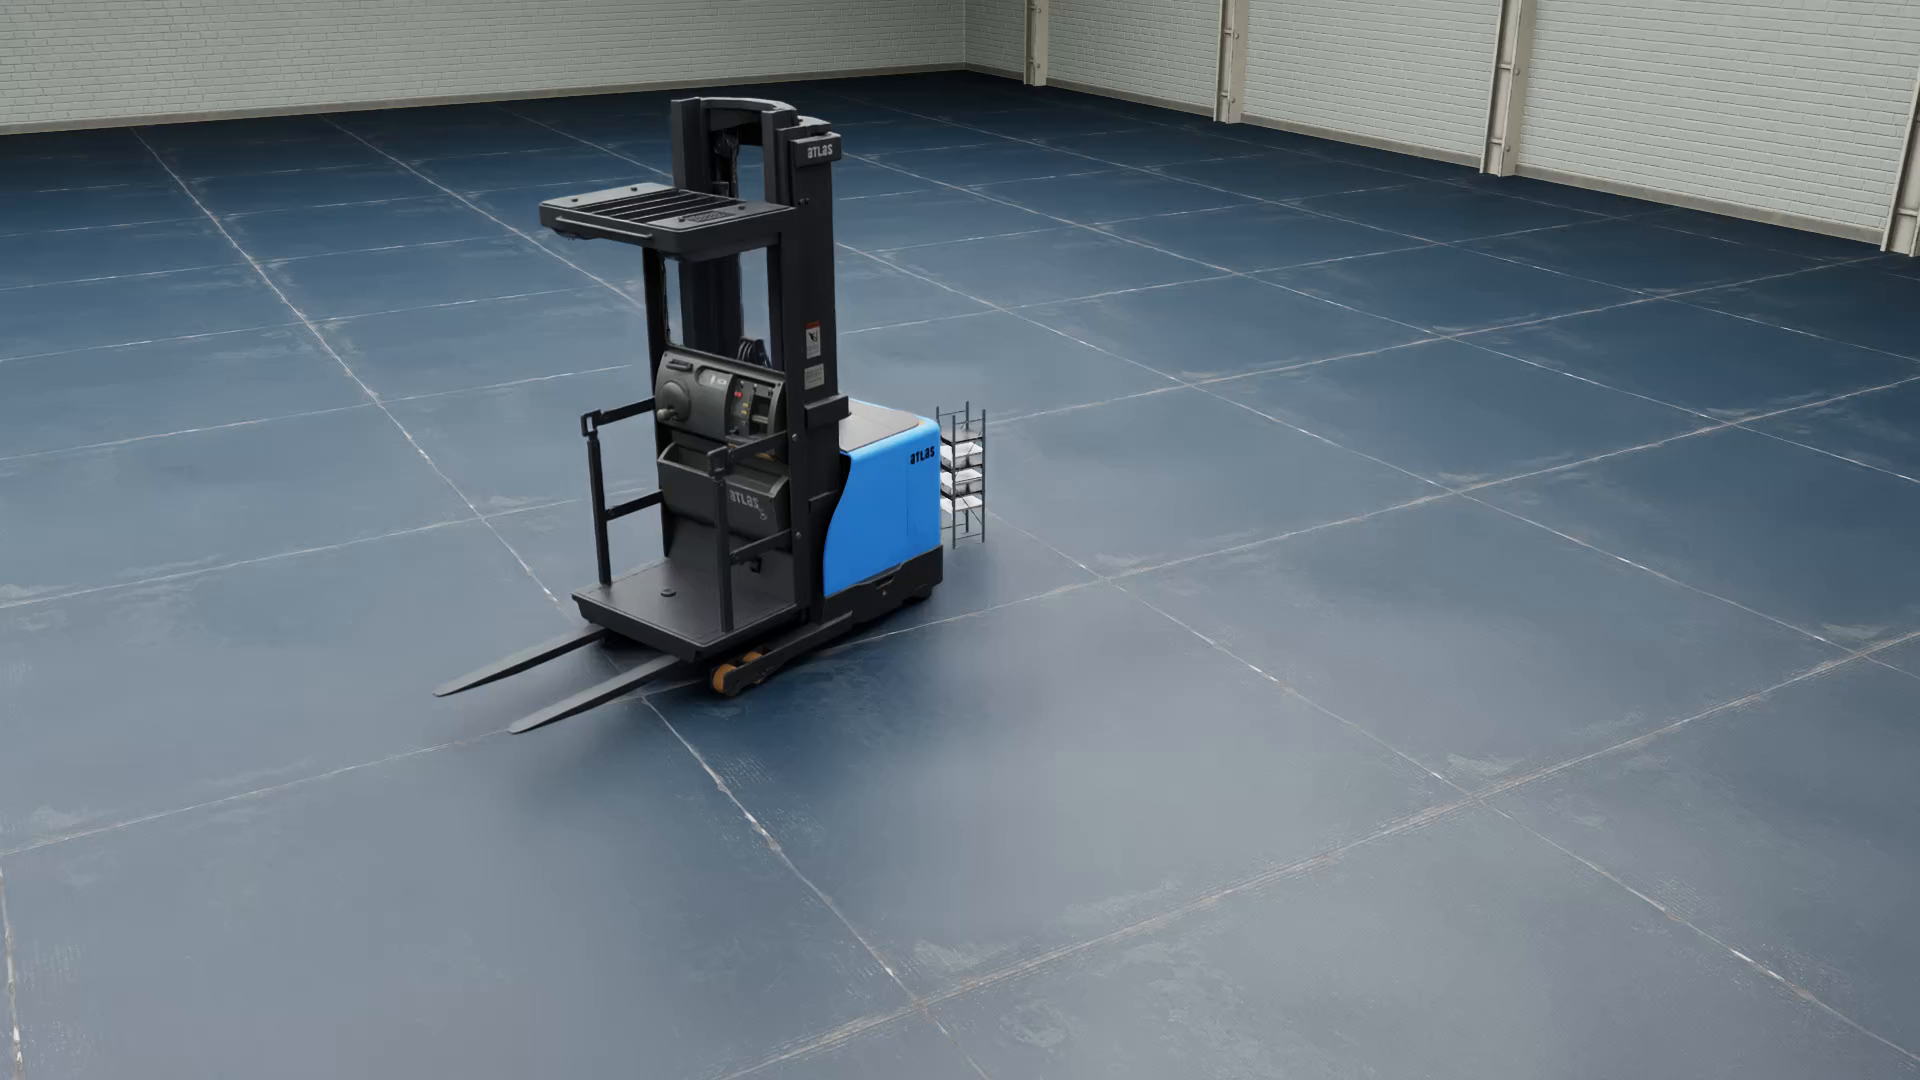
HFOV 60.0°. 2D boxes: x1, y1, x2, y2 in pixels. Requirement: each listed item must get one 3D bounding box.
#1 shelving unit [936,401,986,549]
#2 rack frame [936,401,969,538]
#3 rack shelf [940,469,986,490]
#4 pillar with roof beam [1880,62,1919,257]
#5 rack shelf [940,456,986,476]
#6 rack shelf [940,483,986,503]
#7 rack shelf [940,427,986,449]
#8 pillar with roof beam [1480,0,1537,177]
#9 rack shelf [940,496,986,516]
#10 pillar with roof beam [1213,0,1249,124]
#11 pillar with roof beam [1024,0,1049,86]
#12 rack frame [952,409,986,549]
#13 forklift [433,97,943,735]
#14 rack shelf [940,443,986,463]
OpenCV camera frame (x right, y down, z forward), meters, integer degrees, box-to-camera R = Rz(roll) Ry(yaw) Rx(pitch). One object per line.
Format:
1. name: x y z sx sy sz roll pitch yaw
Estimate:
1. shelving unit: 0.004 -0.414 10.636 0.258 0.900 0.210 -13 25 -28
2. rack frame: -0.048 -0.447 10.717 0.240 0.900 0.006 -13 25 -28
3. rack shelf: 0.004 -0.383 10.648 0.258 0.077 0.200 -13 25 -28
4. pillar with roof beam: 6.998 -6.602 15.104 9.100 9.000 0.400 -13 25 -28
5. rack shelf: 0.004 -0.467 10.614 0.258 0.077 0.200 -13 25 -28
6. rack shelf: 0.004 -0.300 10.682 0.258 0.077 0.200 -13 25 -28
7. rack shelf: 0.004 -0.633 10.546 0.258 0.077 0.200 -13 25 -28
8. pillar with roof beam: 3.933 -8.545 19.883 9.100 9.000 0.400 -13 25 -28
9. rack shelf: 0.004 -0.217 10.716 0.258 0.077 0.200 -13 25 -28
10. pillar with roof beam: 0.868 -10.487 24.661 9.100 9.000 0.400 -13 25 -28
11. pillar with roof beam: -2.197 -12.429 29.440 9.100 9.000 0.400 -13 25 -28
12. rack frame: 0.056 -0.381 10.555 0.240 0.900 0.006 -13 25 -28
13. forklift: -1.427 -0.745 8.752 1.130 2.935 3.031 17 28 36
14. rack shelf: 0.004 -0.550 10.580 0.258 0.077 0.200 -13 25 -28
